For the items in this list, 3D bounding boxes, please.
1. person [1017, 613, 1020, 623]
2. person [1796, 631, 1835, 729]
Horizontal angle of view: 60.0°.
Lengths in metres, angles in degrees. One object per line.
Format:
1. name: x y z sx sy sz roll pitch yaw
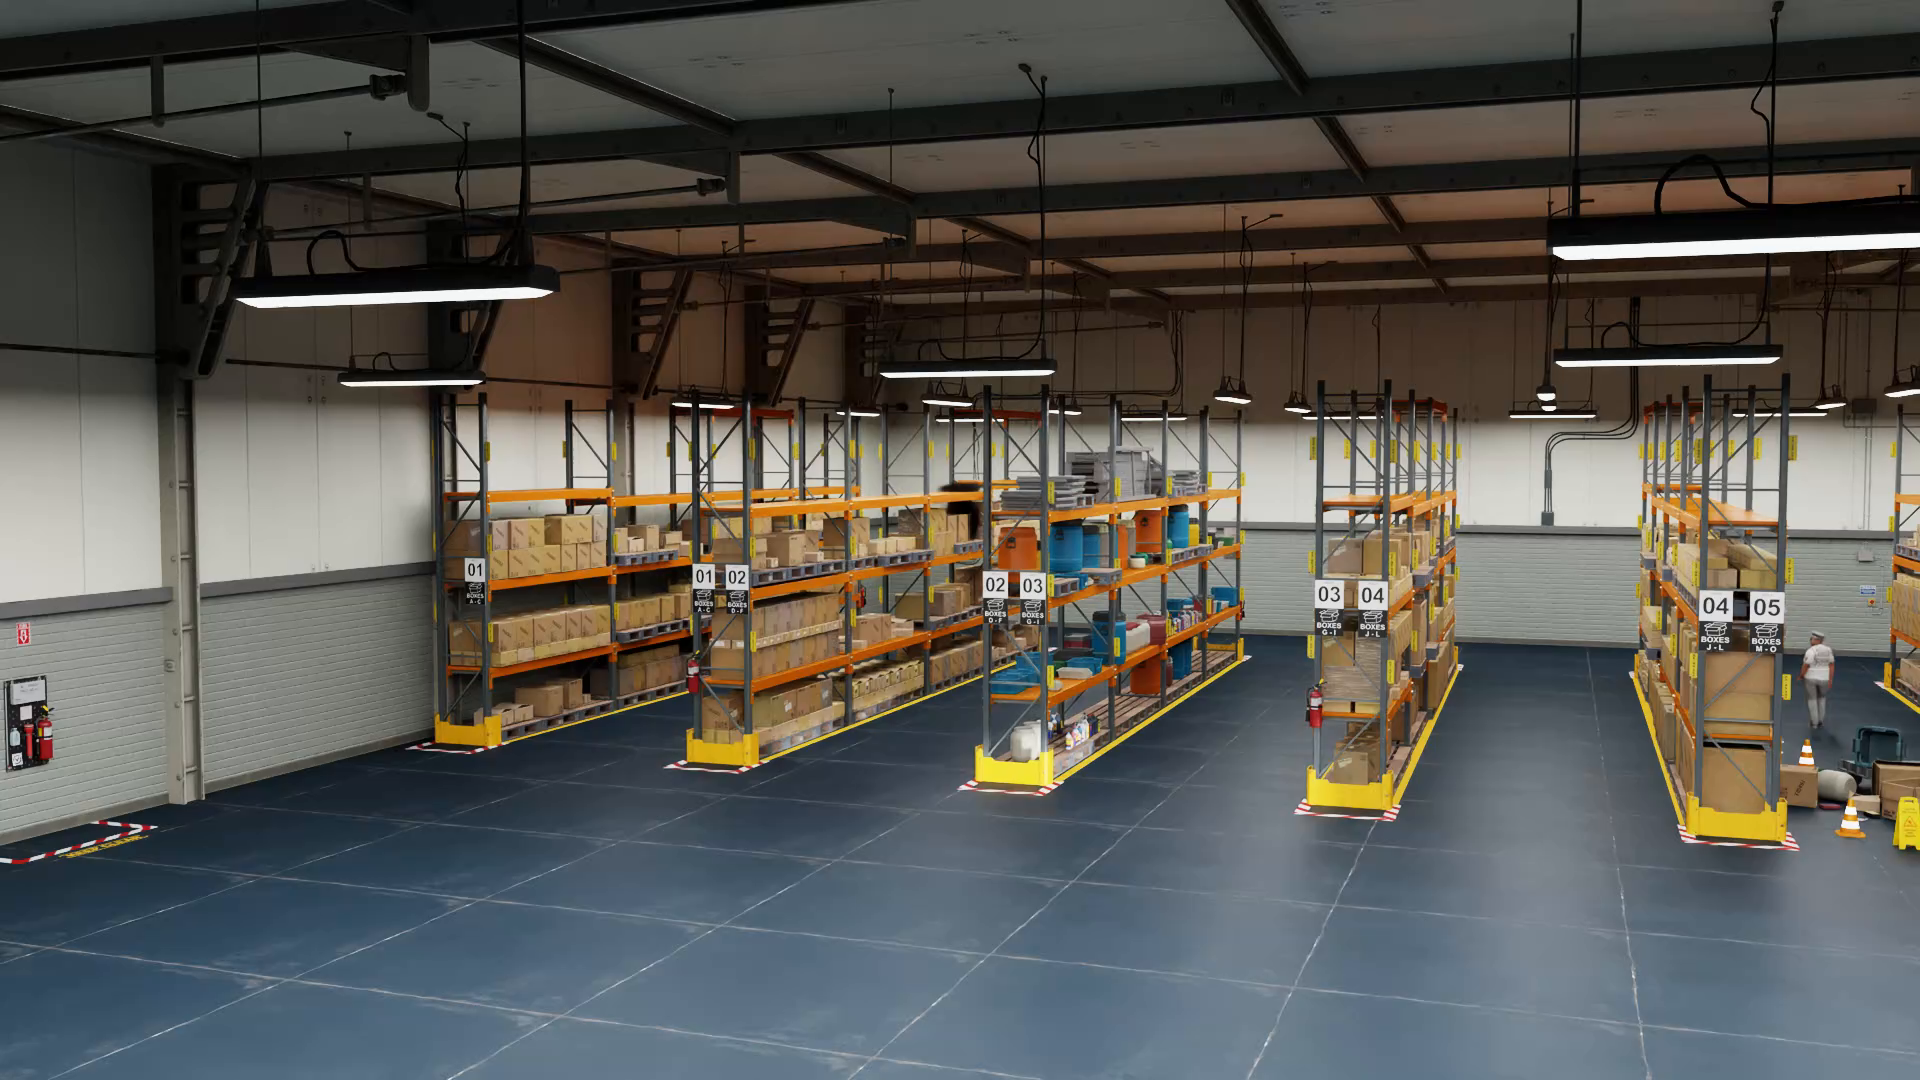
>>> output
1. person: 1.765 1.873 43.397 0.528 1.649 0.522 -1 3 -18
2. person: 15.396 2.531 29.920 0.617 1.807 0.683 1 3 14
